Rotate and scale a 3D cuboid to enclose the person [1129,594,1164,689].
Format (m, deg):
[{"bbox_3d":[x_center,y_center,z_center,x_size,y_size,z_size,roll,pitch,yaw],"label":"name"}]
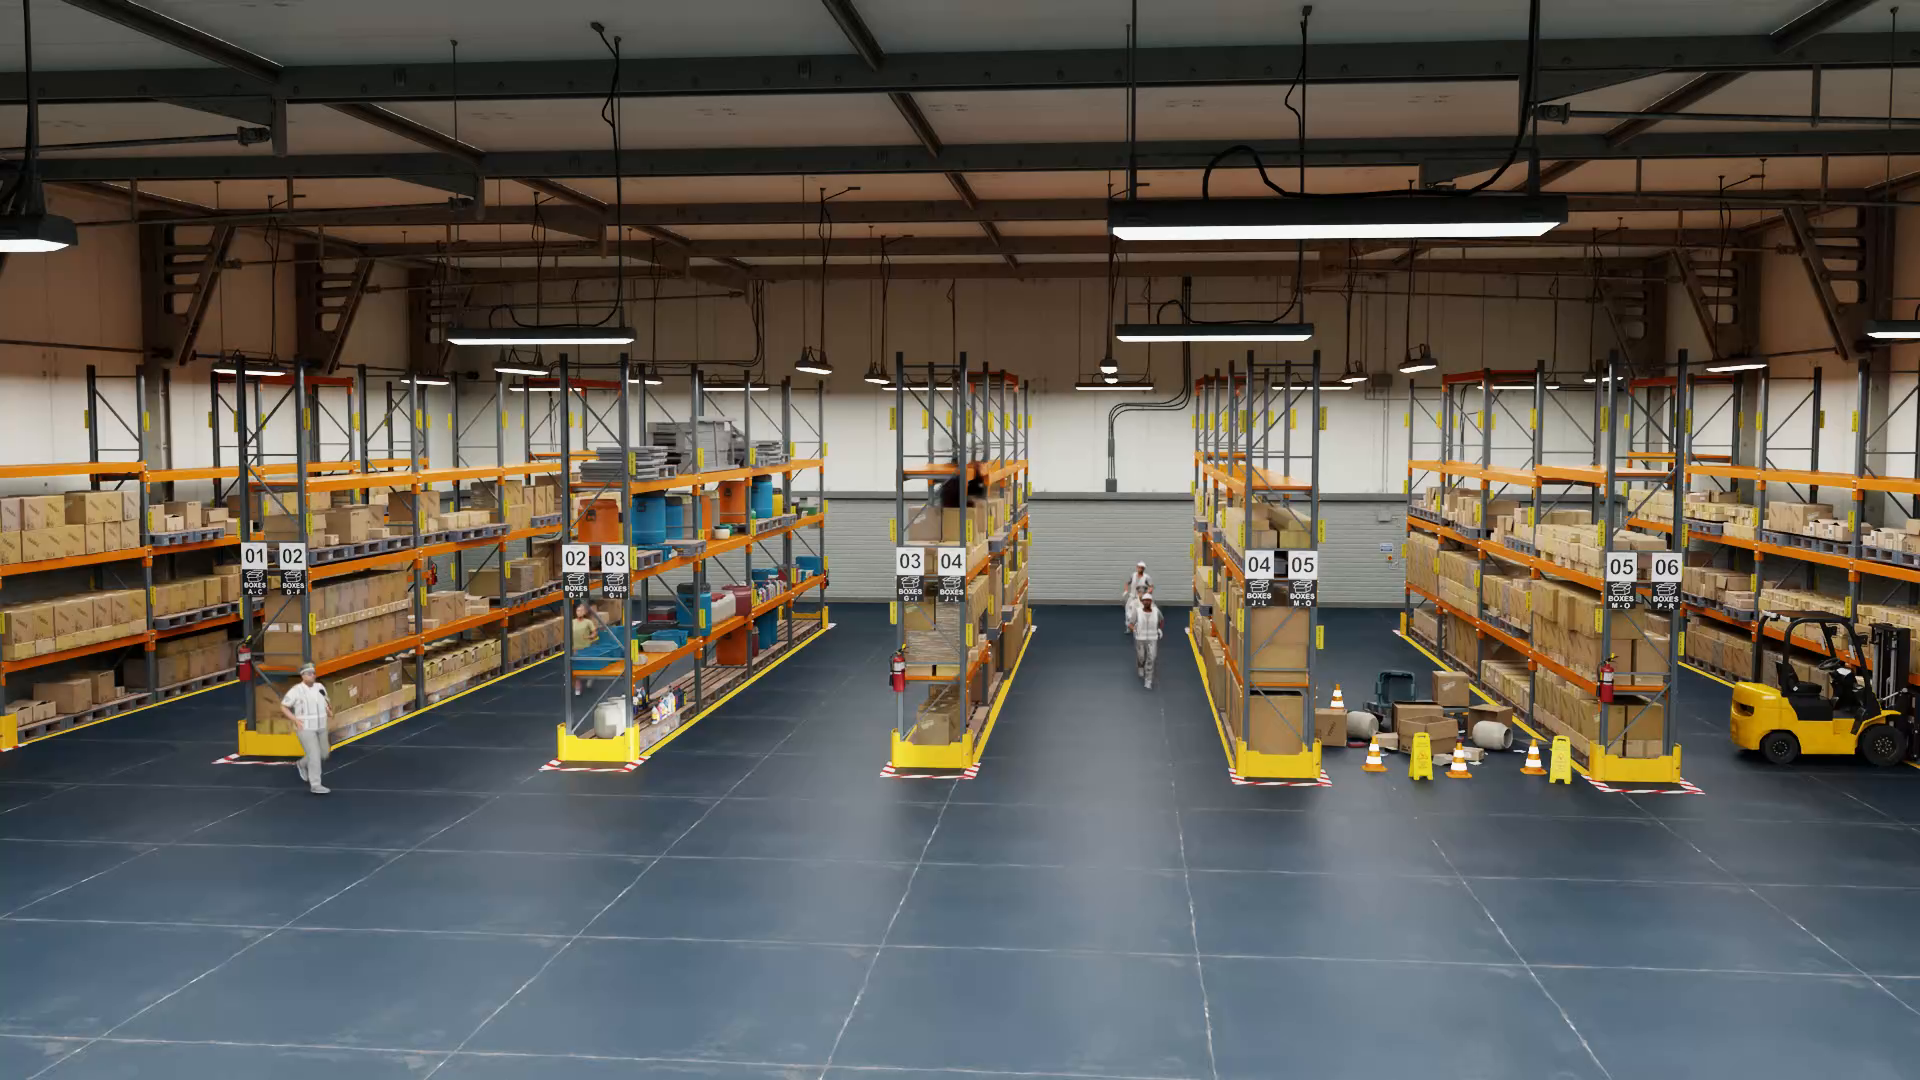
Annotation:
[{"bbox_3d":[3.535,1.890,31.427,0.681,1.766,0.878,0,4,2],"label":"person"}]

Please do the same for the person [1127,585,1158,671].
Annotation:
[{"bbox_3d":[3.693,1.787,33.645,0.632,1.764,0.721,1,4,7],"label":"person"}]

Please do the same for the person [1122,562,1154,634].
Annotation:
[{"bbox_3d":[4.203,1.366,39.135,0.706,1.714,0.578,2,5,27],"label":"person"}]

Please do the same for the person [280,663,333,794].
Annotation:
[{"bbox_3d":[-8.816,2.526,22.524,0.830,1.746,0.675,3,5,33],"label":"person"}]

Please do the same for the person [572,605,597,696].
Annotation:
[{"bbox_3d":[-6.958,2.133,30.557,0.590,1.388,0.868,0,4,-1],"label":"person"}]
